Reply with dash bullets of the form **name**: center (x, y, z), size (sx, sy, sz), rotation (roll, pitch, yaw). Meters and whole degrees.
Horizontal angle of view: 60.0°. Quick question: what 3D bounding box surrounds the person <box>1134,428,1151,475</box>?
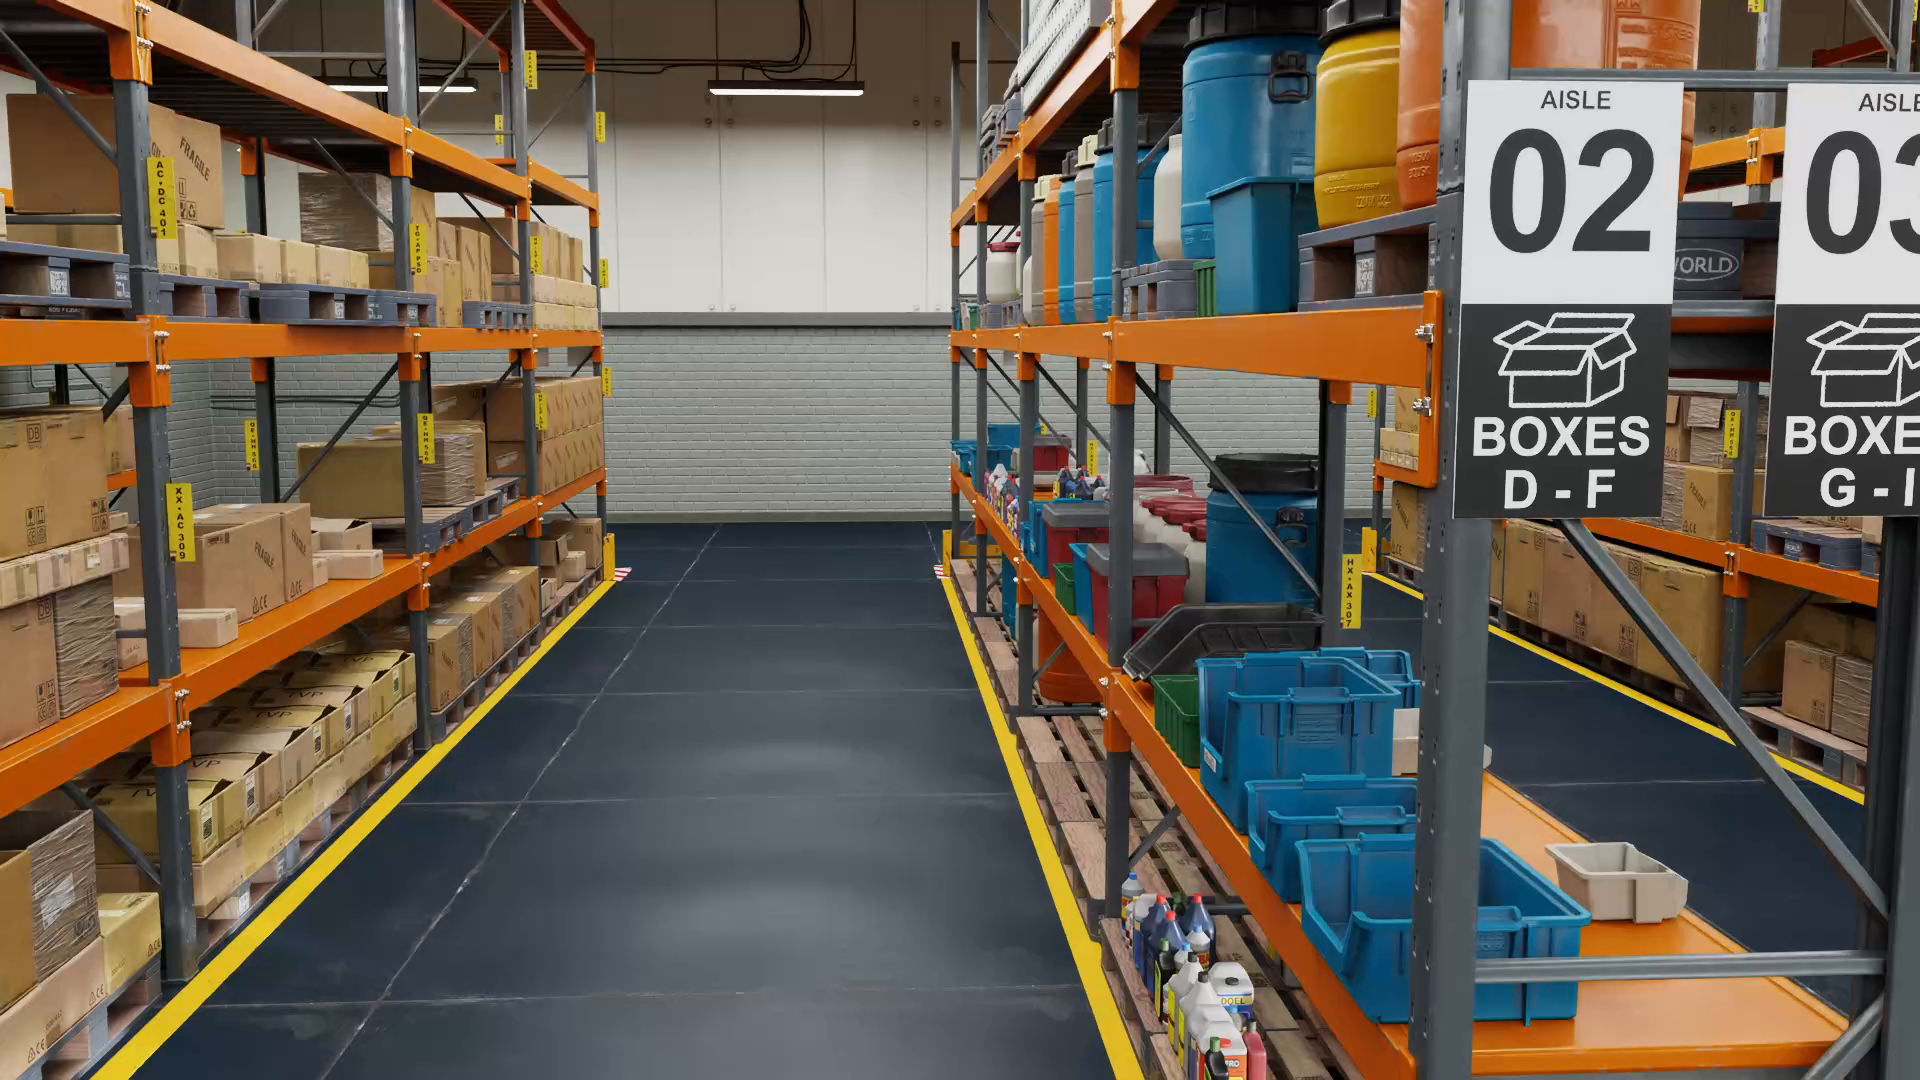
- **person**: center (2.079, -0.483, 19.674), size (0.580, 1.694, 0.502), rotation (-5, 9, -37)
